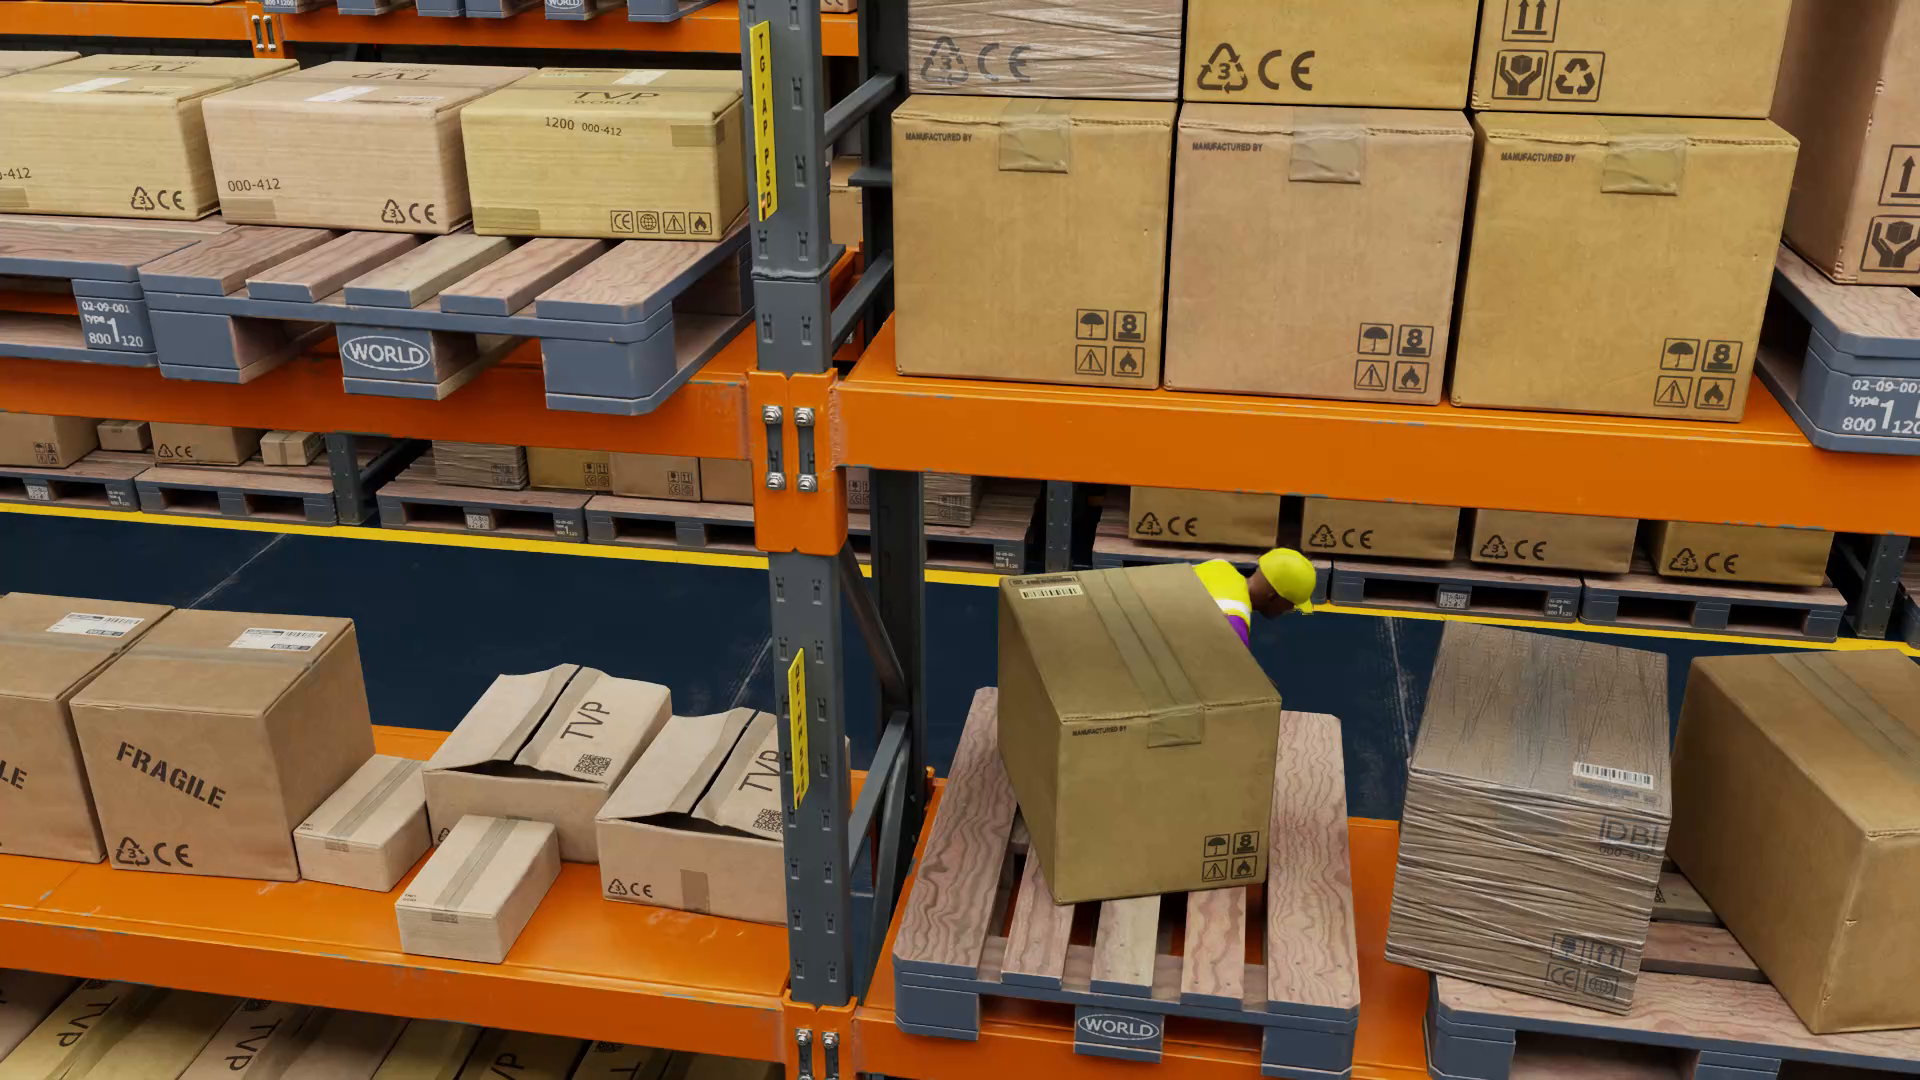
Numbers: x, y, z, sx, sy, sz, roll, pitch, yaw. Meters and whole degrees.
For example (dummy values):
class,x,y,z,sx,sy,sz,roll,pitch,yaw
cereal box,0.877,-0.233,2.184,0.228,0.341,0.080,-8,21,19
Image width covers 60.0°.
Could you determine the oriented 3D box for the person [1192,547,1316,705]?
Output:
class,x,y,z,sx,sy,sz,roll,pitch,yaw
person,0.928,0.564,6.527,0.839,1.207,0.620,4,25,9
